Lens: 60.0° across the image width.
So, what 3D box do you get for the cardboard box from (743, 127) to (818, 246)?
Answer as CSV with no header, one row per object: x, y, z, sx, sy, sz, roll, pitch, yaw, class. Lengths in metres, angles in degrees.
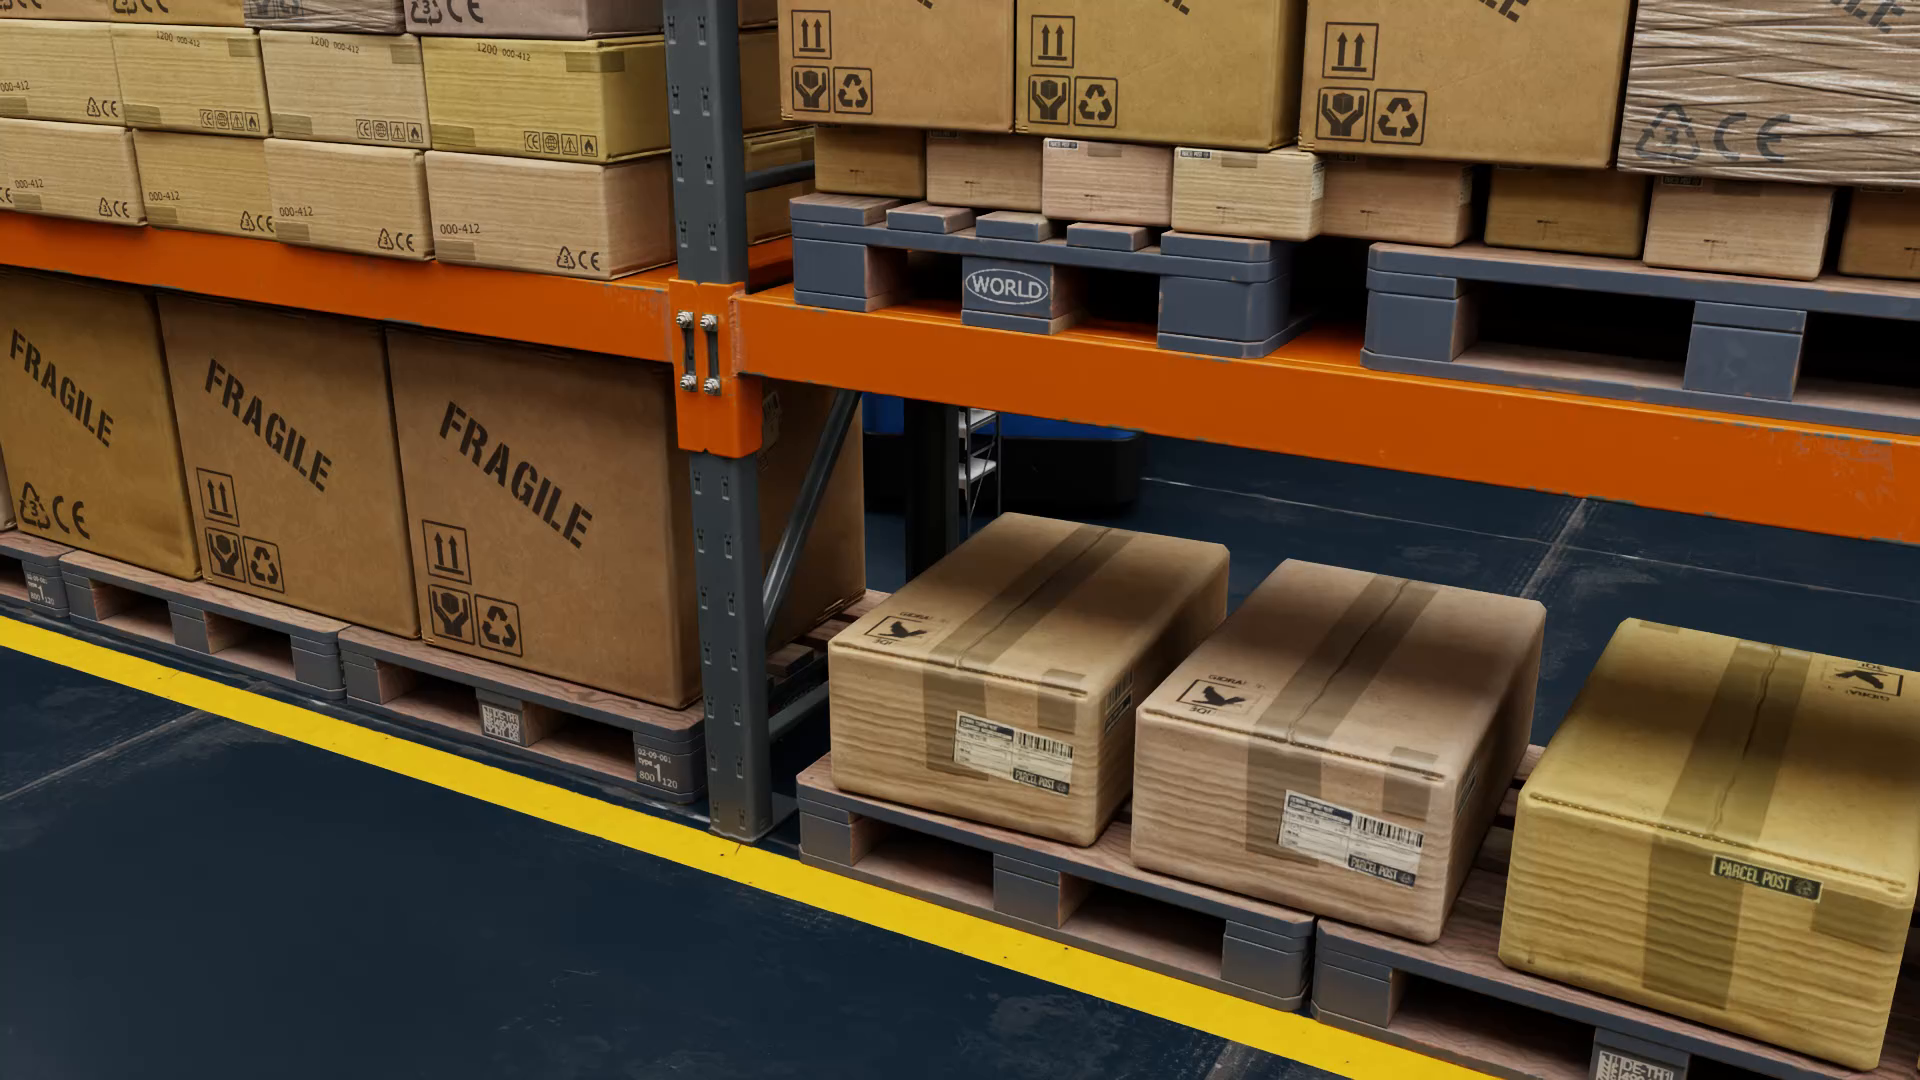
-0.601,-0.936,4.268,0.500,0.250,0.500,10,22,26,cardboard box

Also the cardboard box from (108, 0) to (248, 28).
-1.758,-1.543,4.108,0.500,0.500,0.500,11,23,27,cardboard box

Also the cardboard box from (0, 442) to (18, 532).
-3.208,-0.635,5.717,0.875,0.875,0.875,12,23,29,cardboard box

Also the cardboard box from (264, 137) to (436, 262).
-1.318,-0.867,4.077,0.500,0.250,0.500,11,23,28,cardboard box

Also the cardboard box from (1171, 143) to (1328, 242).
0.574,-0.652,3.017,0.250,0.149,0.380,11,23,28,cardboard box

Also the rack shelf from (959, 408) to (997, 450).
-0.007,-0.393,5.727,0.200,0.077,0.258,11,23,27,rack shelf

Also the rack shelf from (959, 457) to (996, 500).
-0.007,-0.224,5.788,0.200,0.077,0.258,11,23,27,rack shelf

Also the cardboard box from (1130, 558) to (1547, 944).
0.840,0.404,3.589,0.625,0.372,0.950,10,22,26,cardboard box

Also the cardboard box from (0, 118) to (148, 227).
-2.209,-1.032,4.532,0.500,0.250,0.500,10,22,26,cardboard box

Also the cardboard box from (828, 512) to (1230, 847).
0.192,0.284,3.921,0.625,0.372,0.950,9,22,24,cardboard box

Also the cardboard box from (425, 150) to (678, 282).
-0.865,-0.787,3.856,0.500,0.250,0.500,10,22,25,cardboard box

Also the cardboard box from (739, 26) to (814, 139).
-0.618,-1.173,4.187,0.500,0.250,0.500,11,22,27,cardboard box

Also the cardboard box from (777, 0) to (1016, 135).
-0.016,-1.091,3.276,0.500,0.500,0.500,10,22,26,cardboard box

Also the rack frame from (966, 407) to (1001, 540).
0.082,-0.407,5.669,0.006,0.900,0.240,11,23,27,rack frame

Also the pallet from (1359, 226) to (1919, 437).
1.452,-0.443,2.970,1.213,0.211,1.003,11,23,27,pallet

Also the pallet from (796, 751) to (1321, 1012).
0.385,0.591,3.927,1.213,0.211,1.003,11,23,27,pallet

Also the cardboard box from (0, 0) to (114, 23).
-2.196,-1.630,4.346,0.500,0.500,0.500,10,22,26,cardboard box

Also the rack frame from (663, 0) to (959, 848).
-0.296,-0.851,3.811,0.127,3.000,1.000,11,23,27,rack frame

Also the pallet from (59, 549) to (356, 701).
-2.009,0.103,5.270,1.213,0.211,1.003,11,23,27,pallet

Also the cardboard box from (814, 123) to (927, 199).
-0.103,-0.821,3.481,0.250,0.149,0.380,9,22,24,cardboard box

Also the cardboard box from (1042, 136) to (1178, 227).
0.343,-0.704,3.161,0.250,0.149,0.380,9,22,24,cardboard box

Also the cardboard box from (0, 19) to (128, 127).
-2.203,-1.270,4.453,0.500,0.250,0.500,10,22,26,cardboard box

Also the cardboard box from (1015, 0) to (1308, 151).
0.442,-1.007,3.043,0.500,0.500,0.500,12,23,30,cardboard box

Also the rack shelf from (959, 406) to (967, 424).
-0.007,-0.478,5.696,0.200,0.077,0.258,11,23,27,rack shelf

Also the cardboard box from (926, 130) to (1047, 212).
0.127,-0.764,3.324,0.250,0.149,0.380,9,22,24,cardboard box

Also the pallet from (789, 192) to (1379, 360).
0.378,-0.674,3.605,1.003,0.211,1.213,11,23,27,pallet

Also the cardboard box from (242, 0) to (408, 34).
-1.327,-1.459,3.875,0.500,0.500,0.500,11,23,28,cardboard box

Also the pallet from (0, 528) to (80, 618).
-3.078,-0.099,5.829,1.213,0.211,1.003,11,23,27,pallet

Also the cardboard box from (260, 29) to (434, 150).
-1.293,-1.104,3.997,0.500,0.250,0.500,10,22,26,cardboard box

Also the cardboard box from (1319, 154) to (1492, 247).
0.822,-0.636,2.971,0.250,0.149,0.380,12,23,30,cardboard box

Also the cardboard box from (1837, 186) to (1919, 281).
1.548,-0.517,2.643,0.250,0.149,0.380,10,22,25,cardboard box

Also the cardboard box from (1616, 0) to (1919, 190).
1.342,-0.835,2.569,0.500,0.500,0.500,10,22,25,cardboard box

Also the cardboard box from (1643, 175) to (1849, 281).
1.284,-0.537,2.700,0.250,0.149,0.380,12,23,29,cardboard box

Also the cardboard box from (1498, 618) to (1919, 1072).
1.499,0.532,3.237,0.625,0.372,0.950,12,23,29,cardboard box

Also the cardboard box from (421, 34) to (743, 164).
-0.843,-1.020,3.765,0.500,0.250,0.500,11,23,27,cardboard box

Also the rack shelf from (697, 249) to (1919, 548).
1.450,-0.180,3.017,4.000,0.370,1.077,11,23,27,rack shelf

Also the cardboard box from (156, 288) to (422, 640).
-1.636,-0.338,4.899,0.875,0.875,0.875,11,23,28,cardboard box

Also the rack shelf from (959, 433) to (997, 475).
-0.007,-0.308,5.757,0.200,0.077,0.258,11,23,27,rack shelf

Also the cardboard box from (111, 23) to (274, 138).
-1.750,-1.183,4.215,0.500,0.250,0.500,10,22,26,cardboard box

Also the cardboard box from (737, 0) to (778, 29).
-0.608,-1.523,4.051,0.500,0.500,0.500,10,22,26,cardboard box

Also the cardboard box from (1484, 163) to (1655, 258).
1.088,-0.600,2.874,0.250,0.149,0.380,12,23,29,cardboard box

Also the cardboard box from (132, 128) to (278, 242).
-1.750,-0.956,4.321,0.500,0.250,0.500,11,22,27,cardboard box

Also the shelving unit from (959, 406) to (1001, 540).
-0.007,-0.424,5.715,0.210,0.900,0.258,11,23,27,shelving unit

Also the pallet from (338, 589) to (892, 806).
-0.948,0.307,4.710,1.213,0.211,1.003,11,23,27,pallet

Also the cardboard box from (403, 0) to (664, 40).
-0.875,-1.376,3.646,0.500,0.500,0.500,10,22,26,cardboard box

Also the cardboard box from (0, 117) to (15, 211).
-2.641,-1.118,4.768,0.500,0.250,0.500,11,22,27,cardboard box

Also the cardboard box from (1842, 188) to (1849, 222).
1.743,-0.676,3.082,0.250,0.149,0.380,12,23,29,cardboard box

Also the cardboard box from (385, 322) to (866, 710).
-0.859,-0.189,4.487,0.875,0.875,0.875,11,22,27,cardboard box

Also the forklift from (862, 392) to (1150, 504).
0.267,-1.968,6.993,1.130,2.935,3.031,2,20,5,forklift

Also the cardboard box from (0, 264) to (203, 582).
-2.416,-0.487,5.310,0.875,0.875,0.875,12,23,29,cardboard box

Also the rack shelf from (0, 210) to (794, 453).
-2.042,-0.845,4.851,4.000,0.370,1.077,11,23,27,rack shelf

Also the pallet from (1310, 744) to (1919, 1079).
1.446,0.794,3.367,1.213,0.211,1.003,11,23,27,pallet

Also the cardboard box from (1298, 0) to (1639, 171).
0.909,-0.920,2.805,0.500,0.500,0.500,11,23,28,cardboard box
